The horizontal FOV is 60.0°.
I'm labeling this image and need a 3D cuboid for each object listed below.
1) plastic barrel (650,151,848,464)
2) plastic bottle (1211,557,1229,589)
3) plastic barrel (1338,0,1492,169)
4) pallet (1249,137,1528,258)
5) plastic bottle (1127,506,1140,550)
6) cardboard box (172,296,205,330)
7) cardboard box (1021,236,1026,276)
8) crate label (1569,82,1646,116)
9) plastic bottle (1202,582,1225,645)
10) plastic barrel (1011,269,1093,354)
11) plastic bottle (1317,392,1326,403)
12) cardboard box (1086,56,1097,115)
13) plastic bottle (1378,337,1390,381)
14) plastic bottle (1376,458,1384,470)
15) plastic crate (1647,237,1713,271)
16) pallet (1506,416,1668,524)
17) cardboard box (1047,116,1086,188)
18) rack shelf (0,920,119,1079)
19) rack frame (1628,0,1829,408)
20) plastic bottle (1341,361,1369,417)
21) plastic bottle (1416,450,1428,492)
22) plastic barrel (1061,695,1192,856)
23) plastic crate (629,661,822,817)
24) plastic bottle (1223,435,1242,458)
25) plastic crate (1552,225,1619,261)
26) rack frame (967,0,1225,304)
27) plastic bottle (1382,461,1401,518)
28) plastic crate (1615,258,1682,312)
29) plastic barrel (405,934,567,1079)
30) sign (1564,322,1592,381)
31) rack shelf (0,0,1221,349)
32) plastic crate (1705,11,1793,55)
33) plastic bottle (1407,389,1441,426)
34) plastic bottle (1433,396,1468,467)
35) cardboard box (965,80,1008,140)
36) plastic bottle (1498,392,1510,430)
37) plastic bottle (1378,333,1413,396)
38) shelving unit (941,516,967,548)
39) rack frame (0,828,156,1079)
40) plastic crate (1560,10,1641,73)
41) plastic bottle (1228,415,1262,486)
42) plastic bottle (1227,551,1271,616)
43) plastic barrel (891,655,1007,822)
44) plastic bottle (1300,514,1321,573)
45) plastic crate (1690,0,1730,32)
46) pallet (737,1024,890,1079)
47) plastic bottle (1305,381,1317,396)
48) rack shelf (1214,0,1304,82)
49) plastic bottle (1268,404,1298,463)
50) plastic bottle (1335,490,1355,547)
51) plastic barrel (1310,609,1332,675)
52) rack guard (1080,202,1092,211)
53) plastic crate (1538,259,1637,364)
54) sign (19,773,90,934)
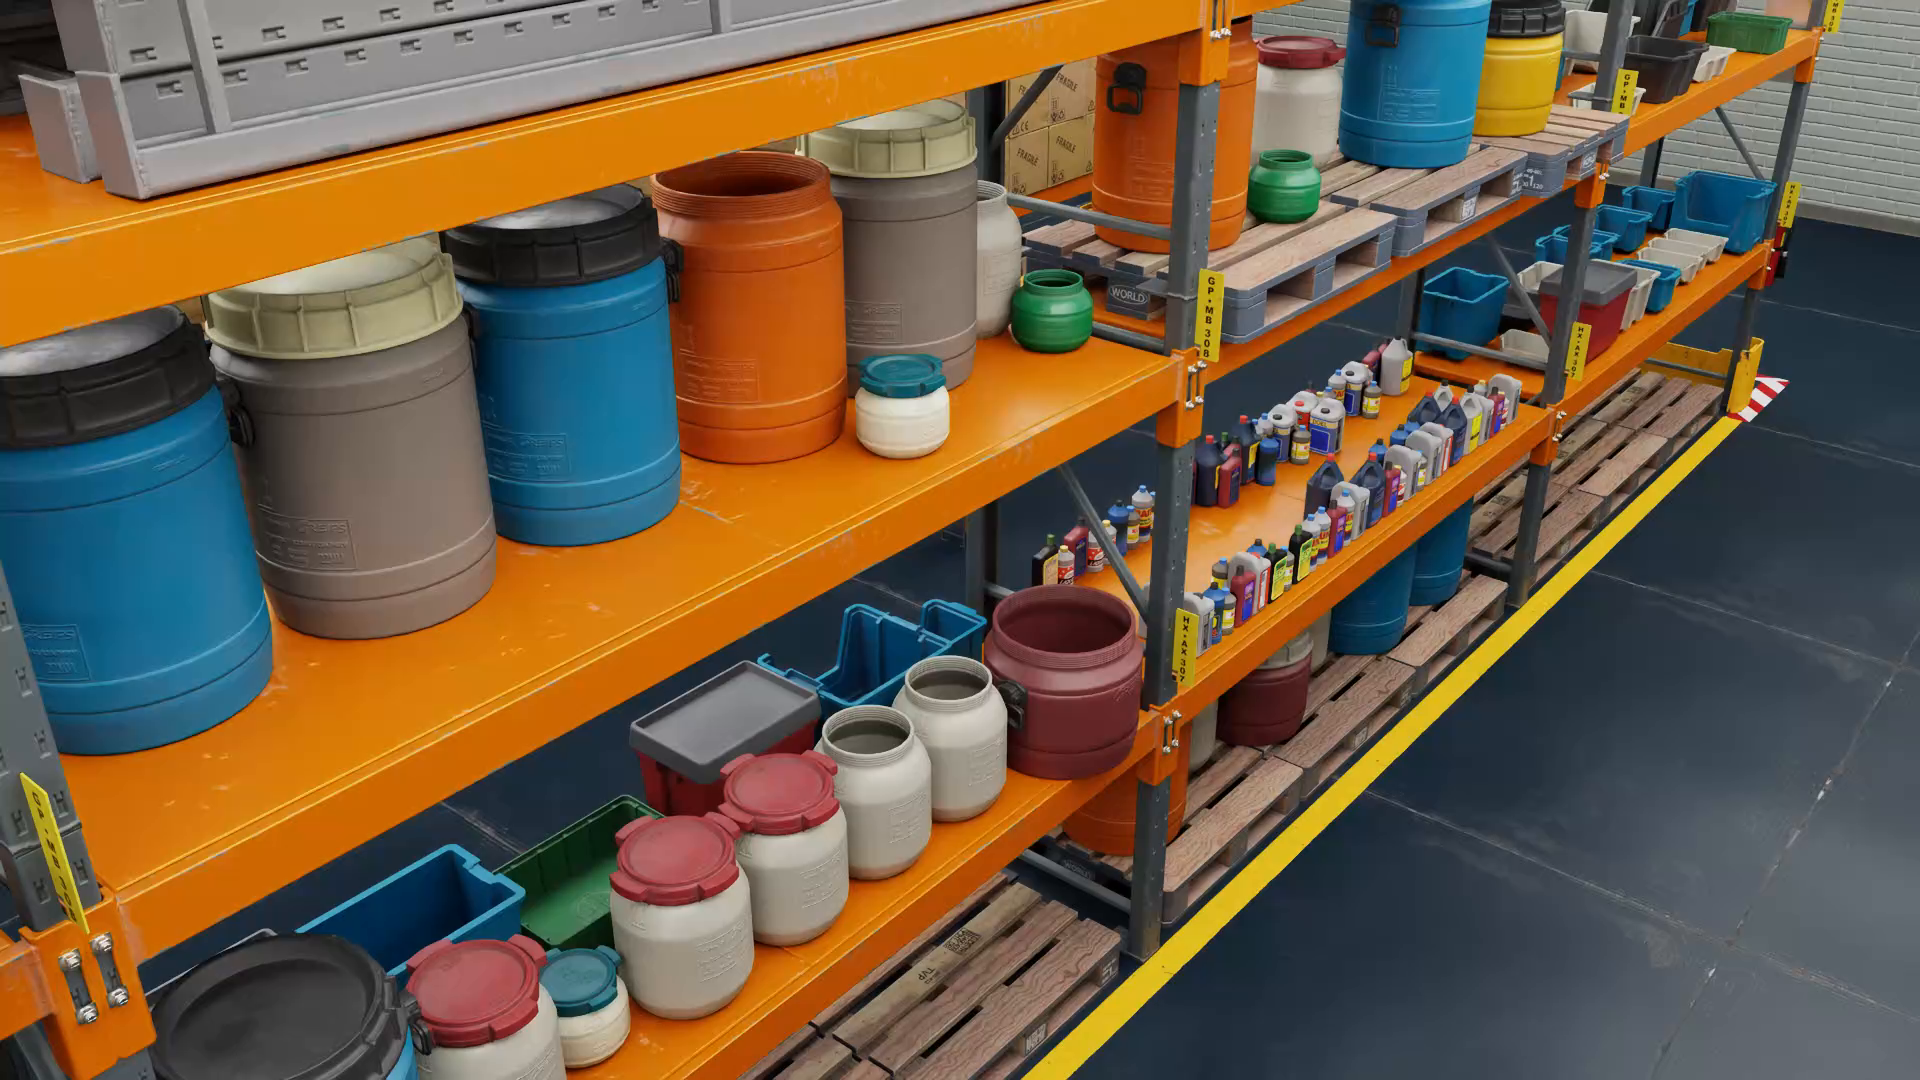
[{"bbox_3d":[-0.657,-0.726,5.158,0.600,0.830,0.708,21,34,34],"label":"plastic barrel"},{"bbox_3d":[1.160,0.172,7.368,0.097,0.201,0.097,0,27,0],"label":"plastic bottle"},{"bbox_3d":[2.026,-2.173,7.418,0.600,0.901,0.708,21,34,34],"label":"plastic barrel"},{"bbox_3d":[1.851,-1.620,7.558,1.003,0.211,1.213,21,34,34],"label":"pallet"},{"bbox_3d":[0.797,-0.064,7.825,0.097,0.201,0.097,0,27,0],"label":"plastic bottle"},{"bbox_3d":[-6.626,-2.013,13.258,0.750,0.750,0.750,20,34,34],"label":"cardboard box"},{"bbox_3d":[0.365,-2.284,14.139,0.797,0.503,0.637,21,34,34],"label":"cardboard box"},{"bbox_3d":[3.528,-2.385,9.119,0.293,0.136,0.466,21,34,34],"label":"crate label"},{"bbox_3d":[1.069,0.302,7.042,0.097,0.271,0.097,0,27,0],"label":"plastic bottle"},{"bbox_3d":[0.332,-0.824,5.982,0.294,0.245,0.294,0,27,0],"label":"plastic barrel"},{"bbox_3d":[1.954,-0.708,9.071,0.097,0.201,0.097,0,27,0],"label":"plastic bottle"},{"bbox_3d":[1.000,-3.834,13.700,0.500,0.500,0.500,22,34,36],"label":"cardboard box"},{"bbox_3d":[2.431,-1.024,9.592,0.061,0.283,0.133,21,34,34],"label":"plastic bottle"},{"bbox_3d":[2.022,-0.273,8.153,0.097,0.271,0.097,0,27,0],"label":"plastic bottle"},{"bbox_3d":[4.963,-1.968,11.512,0.396,0.136,0.243,21,34,34],"label":"plastic crate"},{"bbox_3d":[4.207,-0.549,11.582,1.003,0.211,1.213,21,34,34],"label":"pallet"},{"bbox_3d":[0.674,-3.216,13.592,0.500,0.500,0.500,20,34,34],"label":"cardboard box"},{"bbox_3d":[-3.367,1.452,2.198,1.077,0.370,4.000,21,34,34],"label":"rack shelf"},{"bbox_3d":[5.538,-2.499,12.317,1.000,3.000,0.127,21,34,34],"label":"rack frame"},{"bbox_3d":[2.172,-0.844,9.251,0.152,0.276,0.135,21,34,34],"label":"plastic bottle"},{"bbox_3d":[2.301,-0.354,8.385,0.097,0.201,0.097,0,27,0],"label":"plastic bottle"},{"bbox_3d":[0.747,0.936,7.581,0.600,0.830,0.708,21,34,34],"label":"plastic barrel"},{"bbox_3d":[-0.815,0.792,5.885,0.402,0.464,0.583,21,34,34],"label":"plastic crate"},{"bbox_3d":[1.354,-0.380,8.346,0.061,0.283,0.133,21,34,34],"label":"plastic bottle"},{"bbox_3d":[4.289,-1.994,11.456,0.416,0.233,0.300,21,34,34],"label":"plastic crate"},{"bbox_3d":[0.449,-2.328,5.456,1.000,3.000,0.127,21,34,34],"label":"rack frame"},{"bbox_3d":[2.094,-0.262,8.118,0.061,0.283,0.133,21,34,34],"label":"plastic bottle"},{"bbox_3d":[4.429,-1.649,10.789,0.416,0.233,0.300,21,34,34],"label":"plastic crate"},{"bbox_3d":[-1.317,1.420,4.593,0.433,0.535,0.433,0,27,0],"label":"plastic barrel"},{"bbox_3d":[3.417,-1.043,9.200,0.100,0.325,0.005,21,34,34],"label":"sign"},{"bbox_3d":[-0.823,-1.121,4.342,1.077,0.370,4.000,21,34,34],"label":"rack shelf"},{"bbox_3d":[5.131,-3.304,10.839,0.450,0.188,0.336,21,34,34],"label":"plastic crate"},{"bbox_3d":[2.432,-0.614,8.727,0.144,0.351,0.185,21,34,34],"label":"plastic bottle"},{"bbox_3d":[2.544,-0.572,8.645,0.144,0.351,0.185,21,34,34],"label":"plastic bottle"},{"bbox_3d":[0.018,-3.287,12.641,0.500,0.500,0.500,20,33,33],"label":"cardboard box"},{"bbox_3d":[2.940,-0.710,9.073,0.097,0.201,0.097,0,27,0],"label":"plastic bottle"},{"bbox_3d":[2.494,-1.015,9.501,0.144,0.351,0.185,21,34,34],"label":"plastic bottle"},{"bbox_3d":[0.034,-0.485,10.545,0.215,1.050,0.252,21,34,34],"label":"shelving unit"},{"bbox_3d":[-2.095,1.755,4.093,1.000,3.000,0.127,21,34,34],"label":"rack frame"},{"bbox_3d":[8.961,1.893,1.779,20.812,1.282,9.301,21,34,34],"label":"plastic crate"},{"bbox_3d":[1.440,-0.472,8.451,0.144,0.351,0.185,21,34,34],"label":"plastic bottle"},{"bbox_3d":[1.268,0.169,7.294,0.152,0.276,0.135,21,34,34],"label":"plastic bottle"},{"bbox_3d":[-0.040,0.714,5.983,0.421,0.512,0.421,0,27,0],"label":"plastic barrel"},{"bbox_3d":[1.595,0.009,7.608,0.097,0.271,0.097,0,27,0],"label":"plastic bottle"},{"bbox_3d":[5.078,-3.719,11.551,0.497,0.269,0.590,21,34,34],"label":"plastic crate"},{"bbox_3d":[-0.850,2.269,6.133,1.003,0.211,1.213,21,34,34],"label":"pallet"},{"bbox_3d":[1.866,-0.709,8.983,0.061,0.283,0.133,21,34,34],"label":"plastic bottle"},{"bbox_3d":[1.721,-2.539,7.083,1.077,0.370,4.000,21,34,34],"label":"rack shelf"},{"bbox_3d":[1.669,-0.563,8.708,0.152,0.276,0.135,21,34,34],"label":"plastic bottle"},{"bbox_3d":[1.803,-0.107,7.833,0.097,0.271,0.097,0,27,0],"label":"plastic bottle"},{"bbox_3d":[1.756,0.450,8.866,0.421,0.512,0.421,0,27,0],"label":"plastic barrel"},{"bbox_3d":[1.670,-2.811,15.640,1.175,0.500,0.348,21,34,34],"label":"rack guard"},{"bbox_3d":[3.755,-1.380,10.017,0.402,0.464,0.583,21,34,34],"label":"plastic crate"},{"bbox_3d":[-1.678,0.584,3.083,0.100,0.325,0.005,21,34,34],"label":"sign"}]
